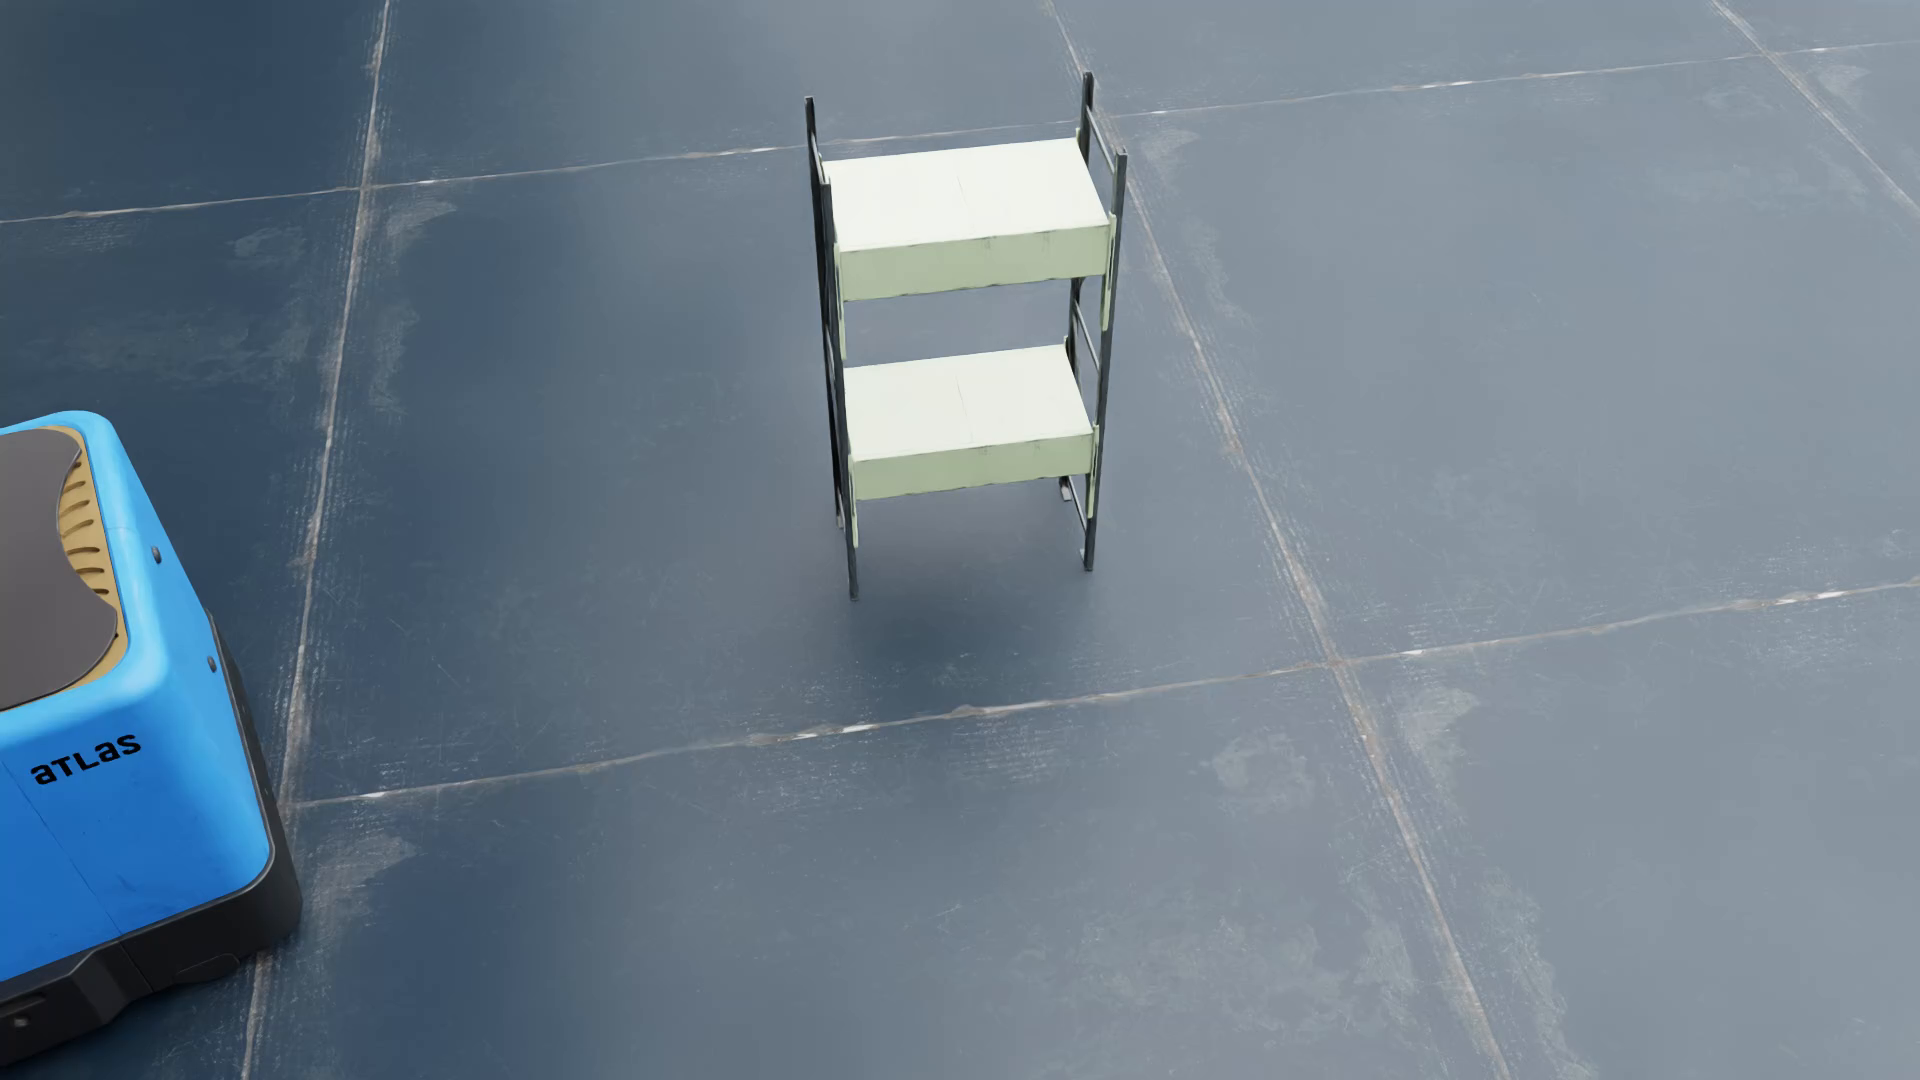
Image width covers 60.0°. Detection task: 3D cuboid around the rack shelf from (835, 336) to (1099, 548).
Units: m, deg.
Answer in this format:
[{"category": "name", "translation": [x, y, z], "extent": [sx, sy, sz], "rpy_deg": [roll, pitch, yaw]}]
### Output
[{"category": "rack shelf", "translation": [0.007, -0.295, 4.945], "extent": [0.720, 0.370, 0.431], "rpy_deg": [-7, 46, -7]}]

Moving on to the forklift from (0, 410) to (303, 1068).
[{"category": "forklift", "translation": [-3.226, 0.182, 3.040], "extent": [3.031, 2.935, 1.130], "rpy_deg": [-20, 49, -19]}]

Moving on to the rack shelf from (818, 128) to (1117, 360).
[{"category": "rack shelf", "translation": [0.007, -0.792, 4.430], "extent": [0.720, 0.370, 0.431], "rpy_deg": [-7, 46, -7]}]

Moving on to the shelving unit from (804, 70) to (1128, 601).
[{"category": "shelving unit", "translation": [0.007, -0.521, 4.711], "extent": [0.755, 1.500, 0.431], "rpy_deg": [-7, 46, -7]}]

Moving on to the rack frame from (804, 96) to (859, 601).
[{"category": "rack frame", "translation": [-0.354, -0.476, 4.667], "extent": [0.023, 1.500, 0.400], "rpy_deg": [-7, 46, -7]}]

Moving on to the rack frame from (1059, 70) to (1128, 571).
[{"category": "rack frame", "translation": [0.367, -0.566, 4.754], "extent": [0.023, 1.500, 0.400], "rpy_deg": [-7, 46, -7]}]
